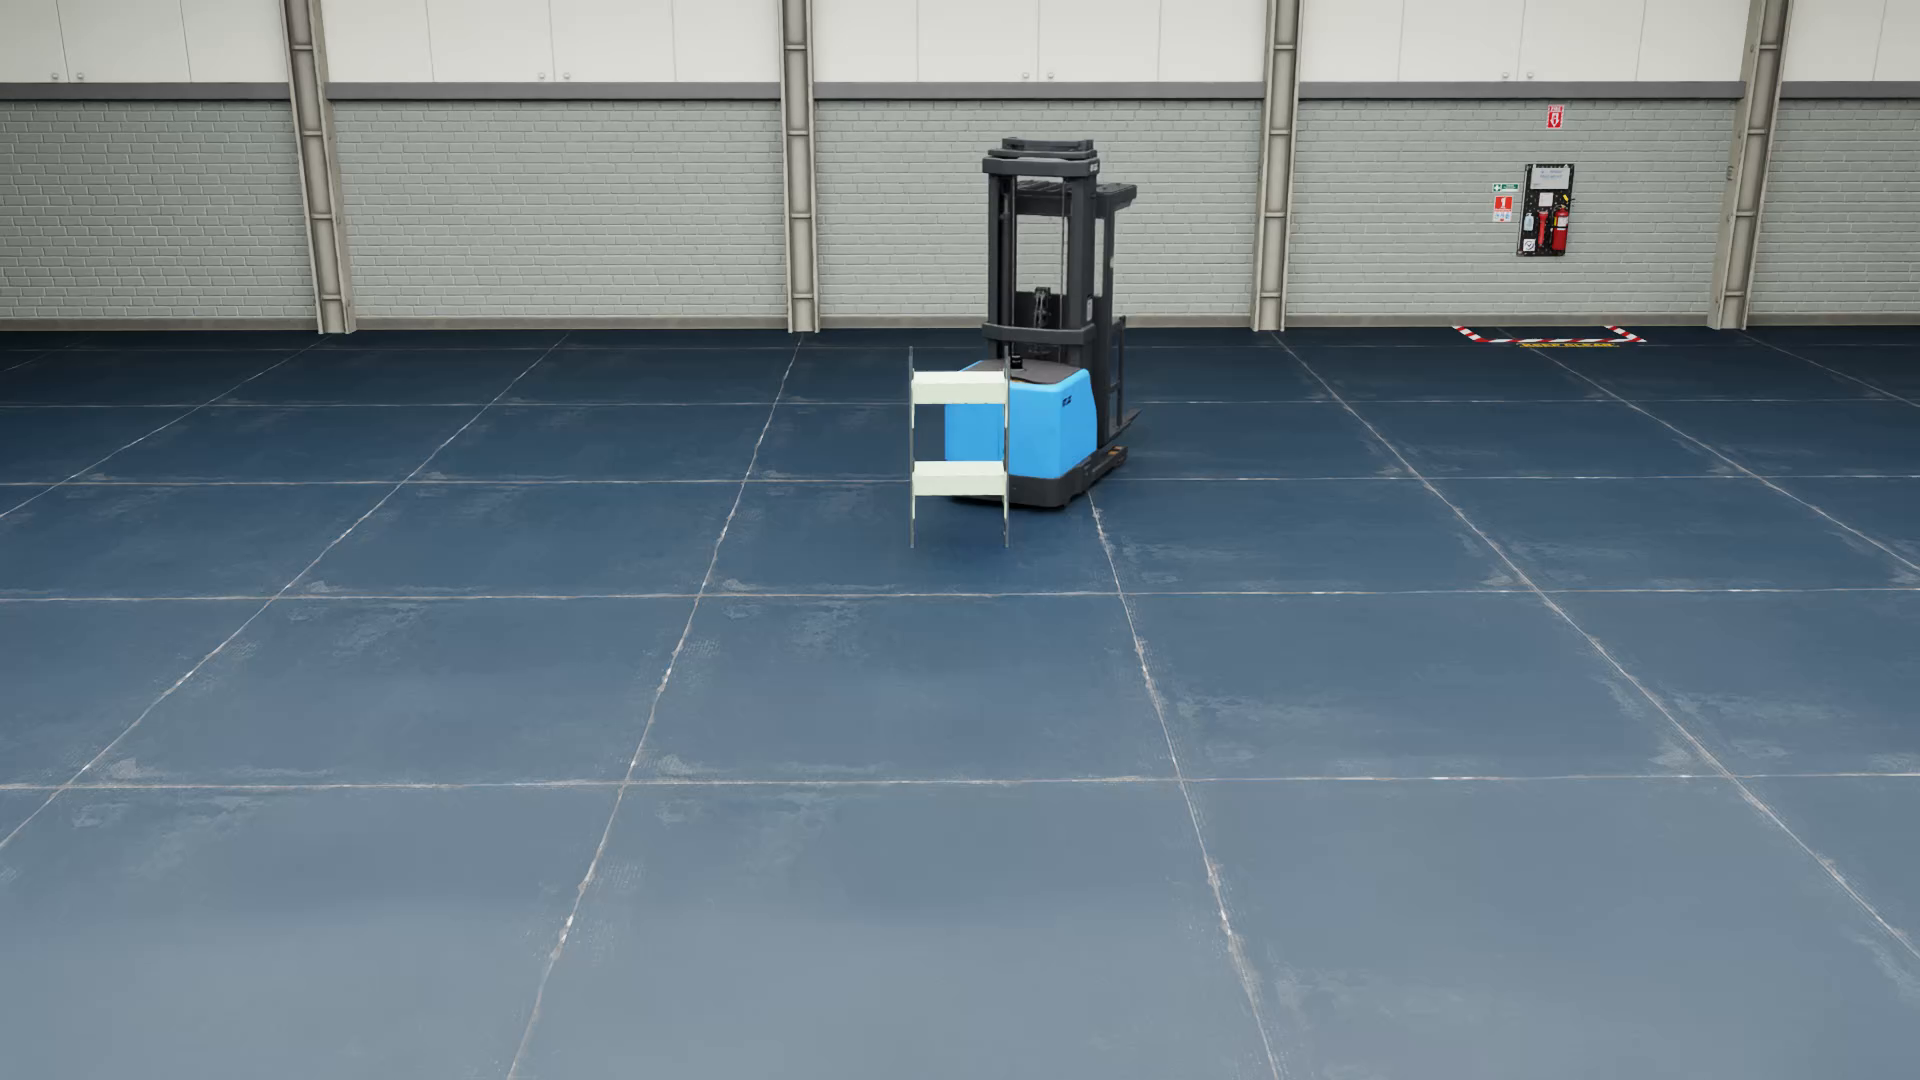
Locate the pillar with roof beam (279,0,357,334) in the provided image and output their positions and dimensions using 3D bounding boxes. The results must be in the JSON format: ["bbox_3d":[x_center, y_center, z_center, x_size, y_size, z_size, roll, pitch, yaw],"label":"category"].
[{"bbox_3d":[-7.944,-5.655,15.945,0.400,9.000,9.100,0,18,-1],"label":"pillar with roof beam"}]

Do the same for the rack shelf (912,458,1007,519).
[{"bbox_3d":[-0.007,-0.404,12.918,0.720,0.370,0.431,0,18,-1],"label":"rack shelf"}]

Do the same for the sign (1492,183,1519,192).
[{"bbox_3d":[6.965,-4.495,21.225,0.331,0.109,0.001,0,18,-1],"label":"sign"}]

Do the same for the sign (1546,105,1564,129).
[{"bbox_3d":[7.505,-5.334,20.970,0.199,0.298,0.001,0,18,-1],"label":"sign"}]

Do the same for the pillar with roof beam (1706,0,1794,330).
[{"bbox_3d":[10.054,-5.742,16.215,0.400,9.000,9.100,0,18,-1],"label":"pillar with roof beam"}]

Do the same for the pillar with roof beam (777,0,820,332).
[{"bbox_3d":[-1.945,-5.684,16.035,0.400,9.000,9.100,0,18,-1],"label":"pillar with roof beam"}]

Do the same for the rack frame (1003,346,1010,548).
[{"bbox_3d":[0.359,-0.716,12.824,0.023,1.500,0.400,0,18,-1],"label":"rack frame"}]

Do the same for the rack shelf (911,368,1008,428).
[{"bbox_3d":[-0.007,-1.086,12.699,0.720,0.370,0.431,0,18,-1],"label":"rack shelf"}]

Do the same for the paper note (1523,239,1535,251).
[{"bbox_3d":[7.336,-3.801,21.427,0.142,0.148,0.016,0,18,-1],"label":"paper note"}]

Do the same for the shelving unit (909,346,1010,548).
[{"bbox_3d":[-0.007,-0.714,12.818,0.755,1.500,0.431,0,18,-1],"label":"shelving unit"}]

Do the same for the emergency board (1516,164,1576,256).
[{"bbox_3d":[7.514,-4.200,21.229,0.643,1.169,0.194,0,18,-1],"label":"emergency board"}]

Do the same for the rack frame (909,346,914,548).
[{"bbox_3d":[-0.373,-0.712,12.813,0.023,1.500,0.400,0,18,-1],"label":"rack frame"}]

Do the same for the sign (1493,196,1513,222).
[{"bbox_3d":[6.960,-4.246,21.314,0.234,0.329,0.001,0,18,-1],"label":"sign"}]

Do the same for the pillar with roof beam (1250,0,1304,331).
[{"bbox_3d":[4.055,-5.713,16.125,0.400,9.000,9.100,0,18,-1],"label":"pillar with roof beam"}]

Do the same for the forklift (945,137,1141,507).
[{"bbox_3d":[0.890,-2.076,14.719,1.130,2.935,3.031,7,19,21],"label":"forklift"}]
